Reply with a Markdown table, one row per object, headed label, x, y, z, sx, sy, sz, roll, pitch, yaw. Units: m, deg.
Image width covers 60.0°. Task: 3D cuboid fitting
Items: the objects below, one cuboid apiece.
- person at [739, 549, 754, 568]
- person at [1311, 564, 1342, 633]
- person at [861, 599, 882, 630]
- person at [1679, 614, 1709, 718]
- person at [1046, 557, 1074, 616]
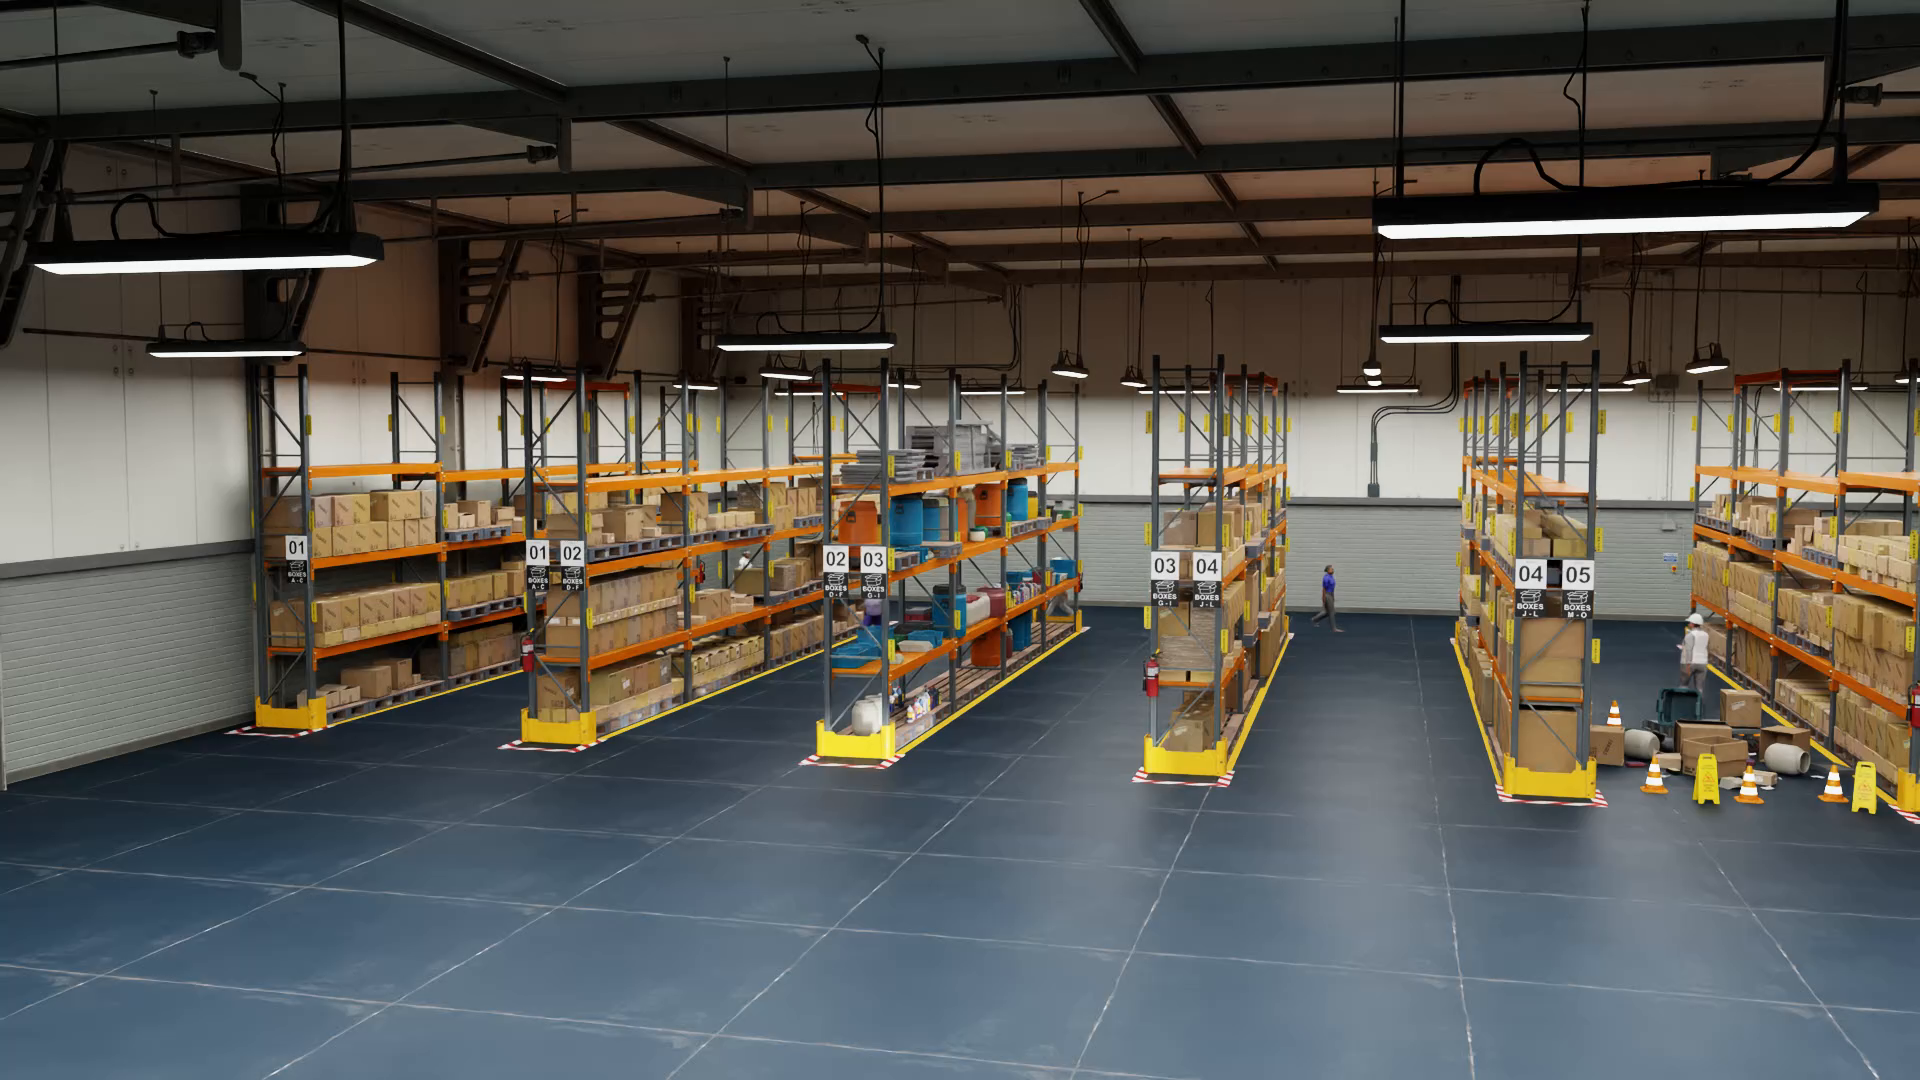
| label | x | y | z | sx | sy | sz | roll | pitch | yaw |
| --- | --- | --- | --- | --- | --- | --- | --- | --- | --- |
| person | -5.739 | 1.075 | 44.712 | 0.410 | 1.700 | 0.473 | 1 | 4 | 16 |
| person | 8.871 | 1.409 | 40.285 | 0.836 | 1.622 | 0.457 | 2 | 5 | 29 |
| person | -1.838 | 1.693 | 35.868 | 0.485 | 1.559 | 0.930 | 1 | 4 | 11 |
| person | 12.625 | 2.176 | 28.517 | 0.516 | 1.813 | 0.624 | 0 | 4 | 3 |
| person | 2.409 | 1.272 | 41.694 | 1.143 | 1.683 | 0.553 | 0 | 4 | -2 |
